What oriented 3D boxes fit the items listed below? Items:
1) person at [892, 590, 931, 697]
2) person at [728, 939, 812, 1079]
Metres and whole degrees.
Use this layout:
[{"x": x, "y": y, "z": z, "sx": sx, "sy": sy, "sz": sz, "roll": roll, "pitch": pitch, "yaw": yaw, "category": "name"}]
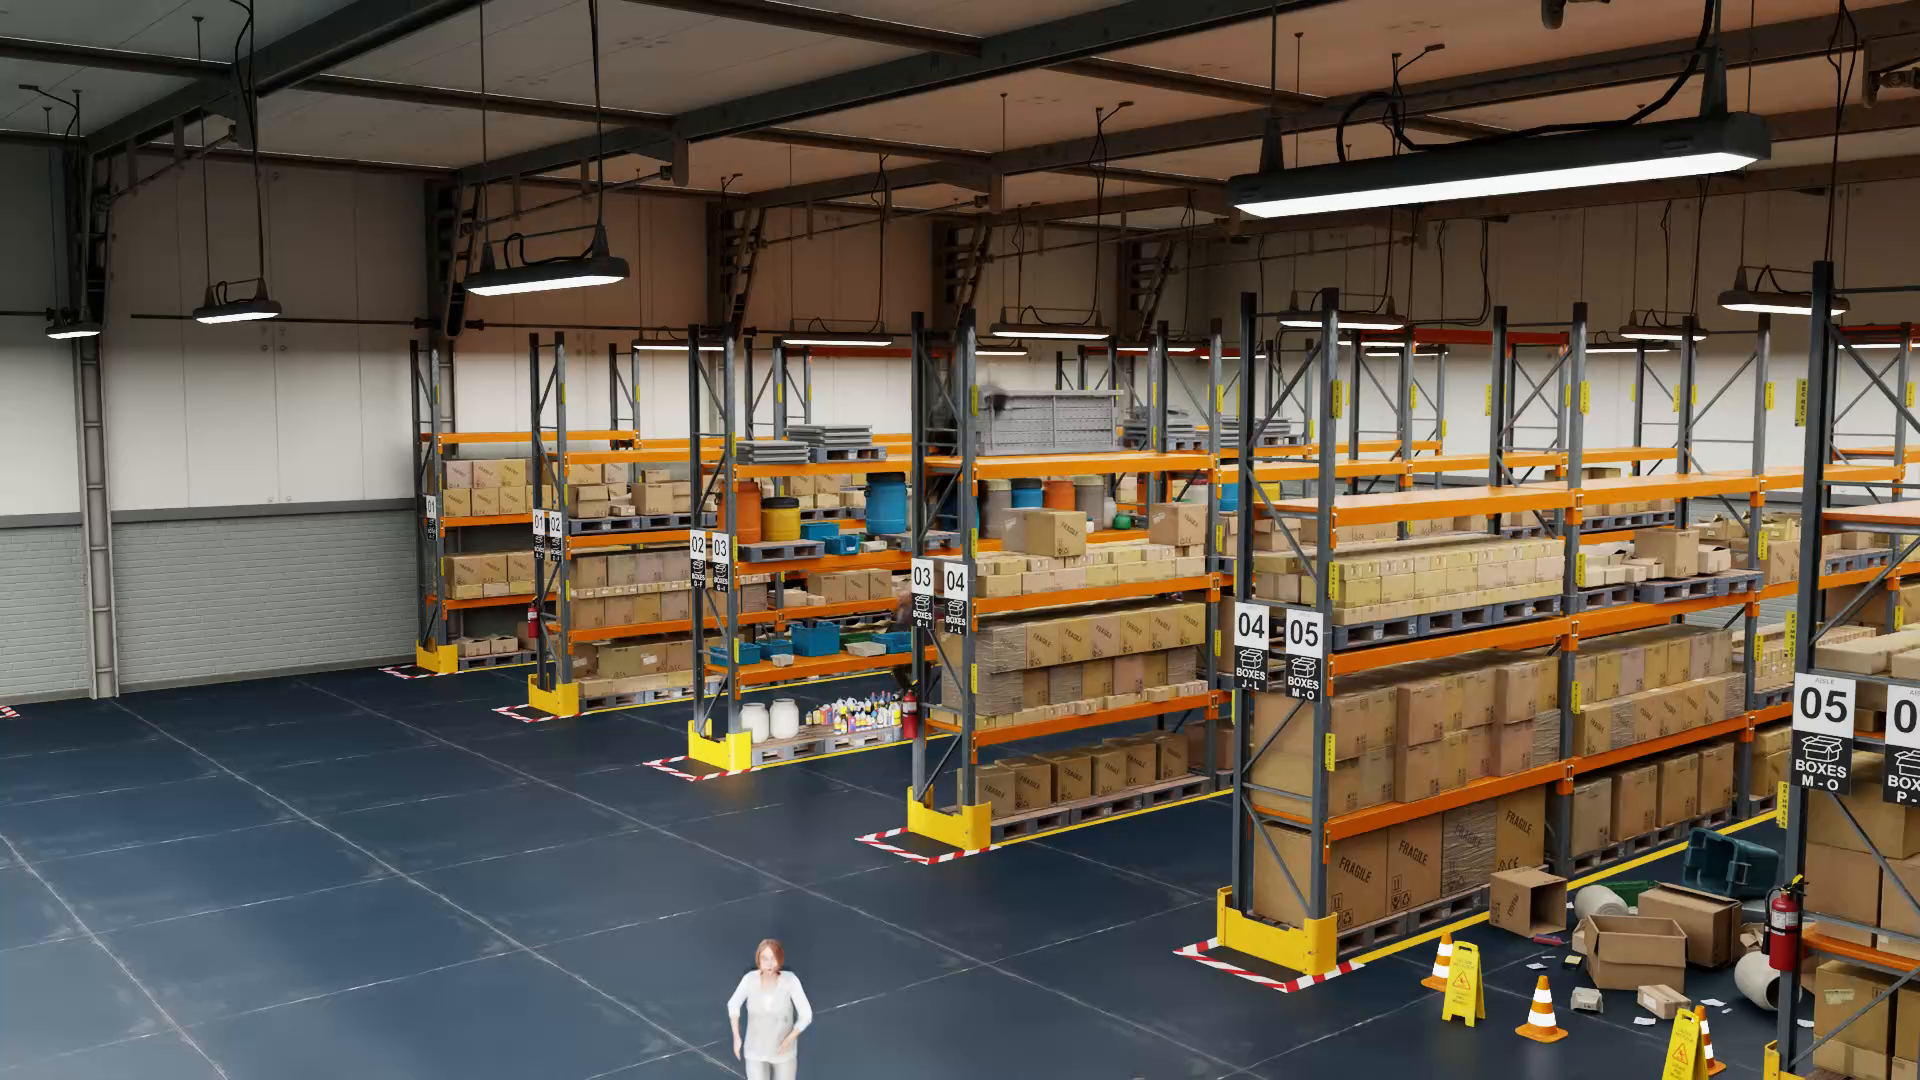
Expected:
[{"x": -0.820, "y": 1.671, "z": 27.150, "sx": 0.694, "sy": 1.730, "sz": 0.693, "roll": 5, "pitch": 7, "yaw": 43, "category": "person"}, {"x": -1.264, "y": 3.368, "z": 10.884, "sx": 0.517, "sy": 1.586, "sz": 0.750, "roll": 0, "pitch": 5, "yaw": -4, "category": "person"}]
